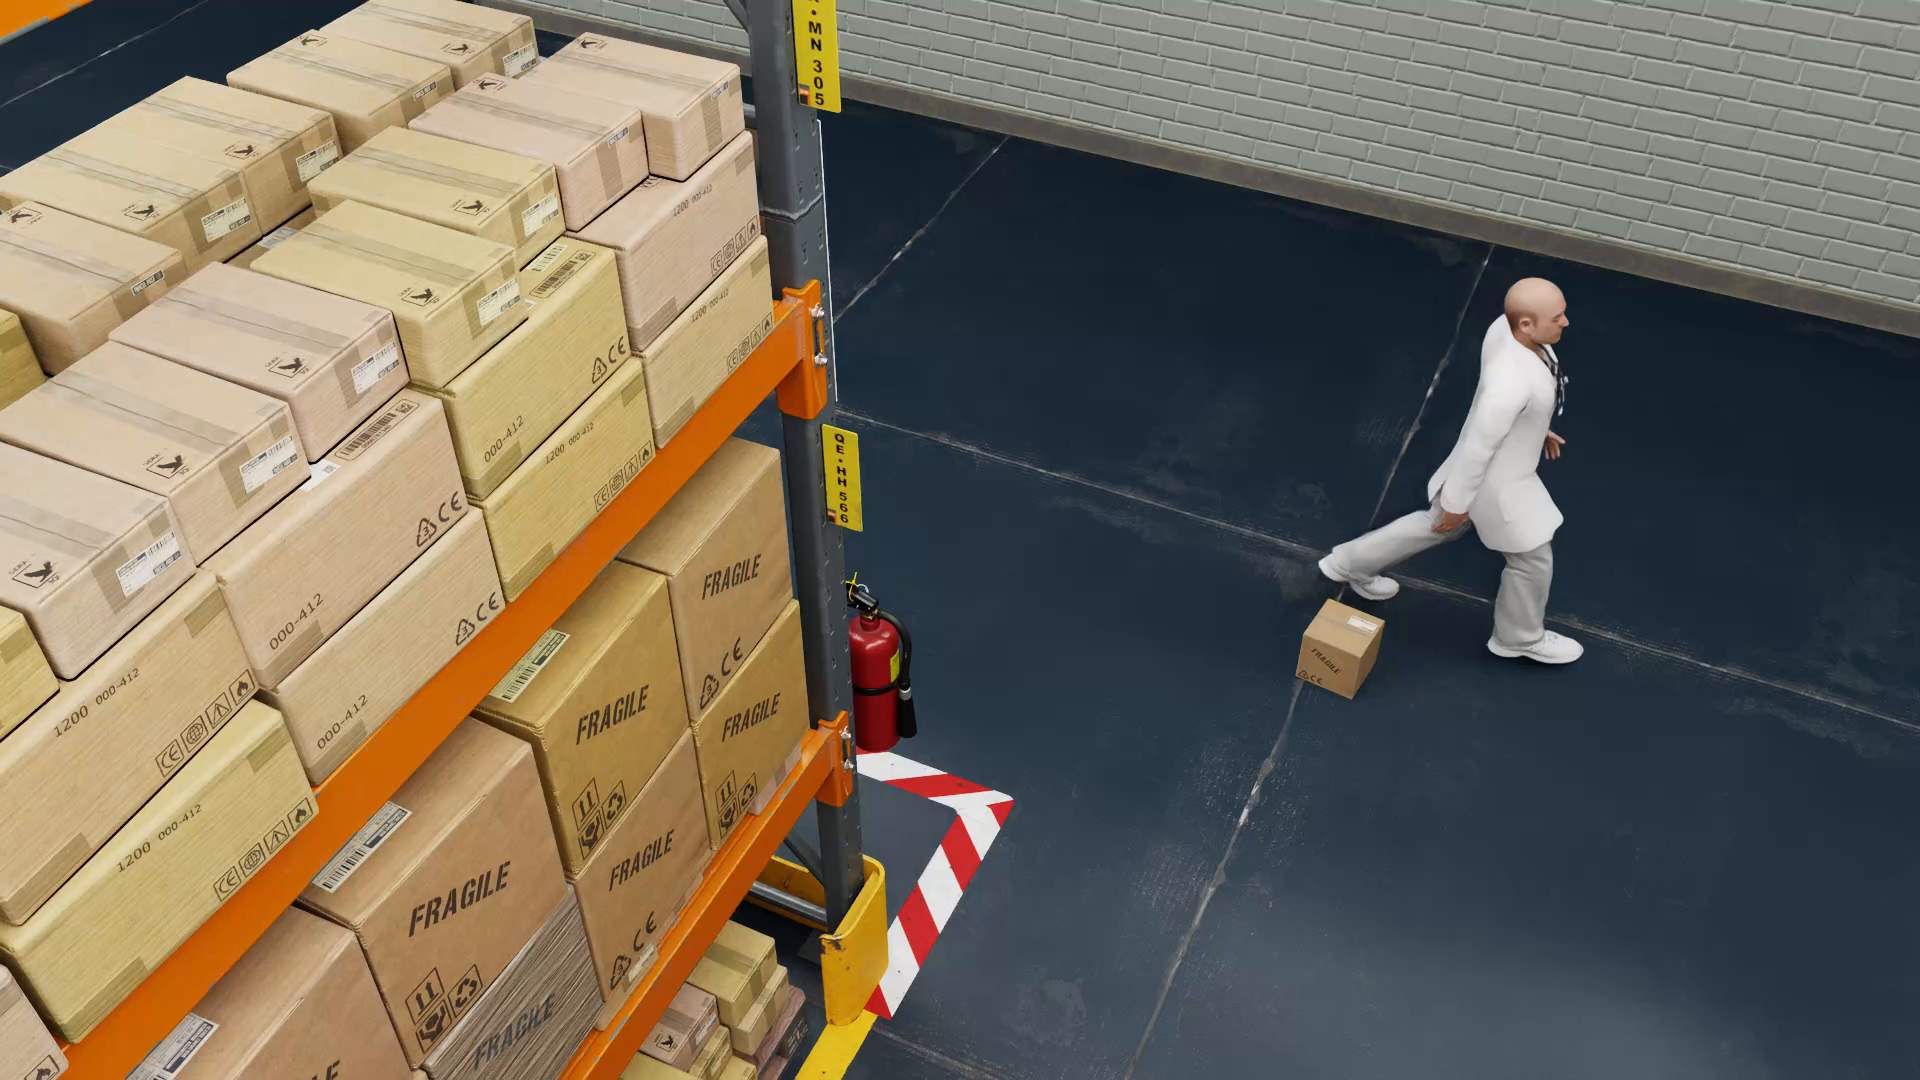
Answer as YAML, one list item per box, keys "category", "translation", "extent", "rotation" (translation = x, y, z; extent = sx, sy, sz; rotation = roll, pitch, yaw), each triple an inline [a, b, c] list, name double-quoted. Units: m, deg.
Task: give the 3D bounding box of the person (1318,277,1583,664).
- category: "person"
  translation: [2.073, -0.284, 6.482]
  extent: [1.052, 1.733, 0.598]
  rotation: [7, 42, 8]
